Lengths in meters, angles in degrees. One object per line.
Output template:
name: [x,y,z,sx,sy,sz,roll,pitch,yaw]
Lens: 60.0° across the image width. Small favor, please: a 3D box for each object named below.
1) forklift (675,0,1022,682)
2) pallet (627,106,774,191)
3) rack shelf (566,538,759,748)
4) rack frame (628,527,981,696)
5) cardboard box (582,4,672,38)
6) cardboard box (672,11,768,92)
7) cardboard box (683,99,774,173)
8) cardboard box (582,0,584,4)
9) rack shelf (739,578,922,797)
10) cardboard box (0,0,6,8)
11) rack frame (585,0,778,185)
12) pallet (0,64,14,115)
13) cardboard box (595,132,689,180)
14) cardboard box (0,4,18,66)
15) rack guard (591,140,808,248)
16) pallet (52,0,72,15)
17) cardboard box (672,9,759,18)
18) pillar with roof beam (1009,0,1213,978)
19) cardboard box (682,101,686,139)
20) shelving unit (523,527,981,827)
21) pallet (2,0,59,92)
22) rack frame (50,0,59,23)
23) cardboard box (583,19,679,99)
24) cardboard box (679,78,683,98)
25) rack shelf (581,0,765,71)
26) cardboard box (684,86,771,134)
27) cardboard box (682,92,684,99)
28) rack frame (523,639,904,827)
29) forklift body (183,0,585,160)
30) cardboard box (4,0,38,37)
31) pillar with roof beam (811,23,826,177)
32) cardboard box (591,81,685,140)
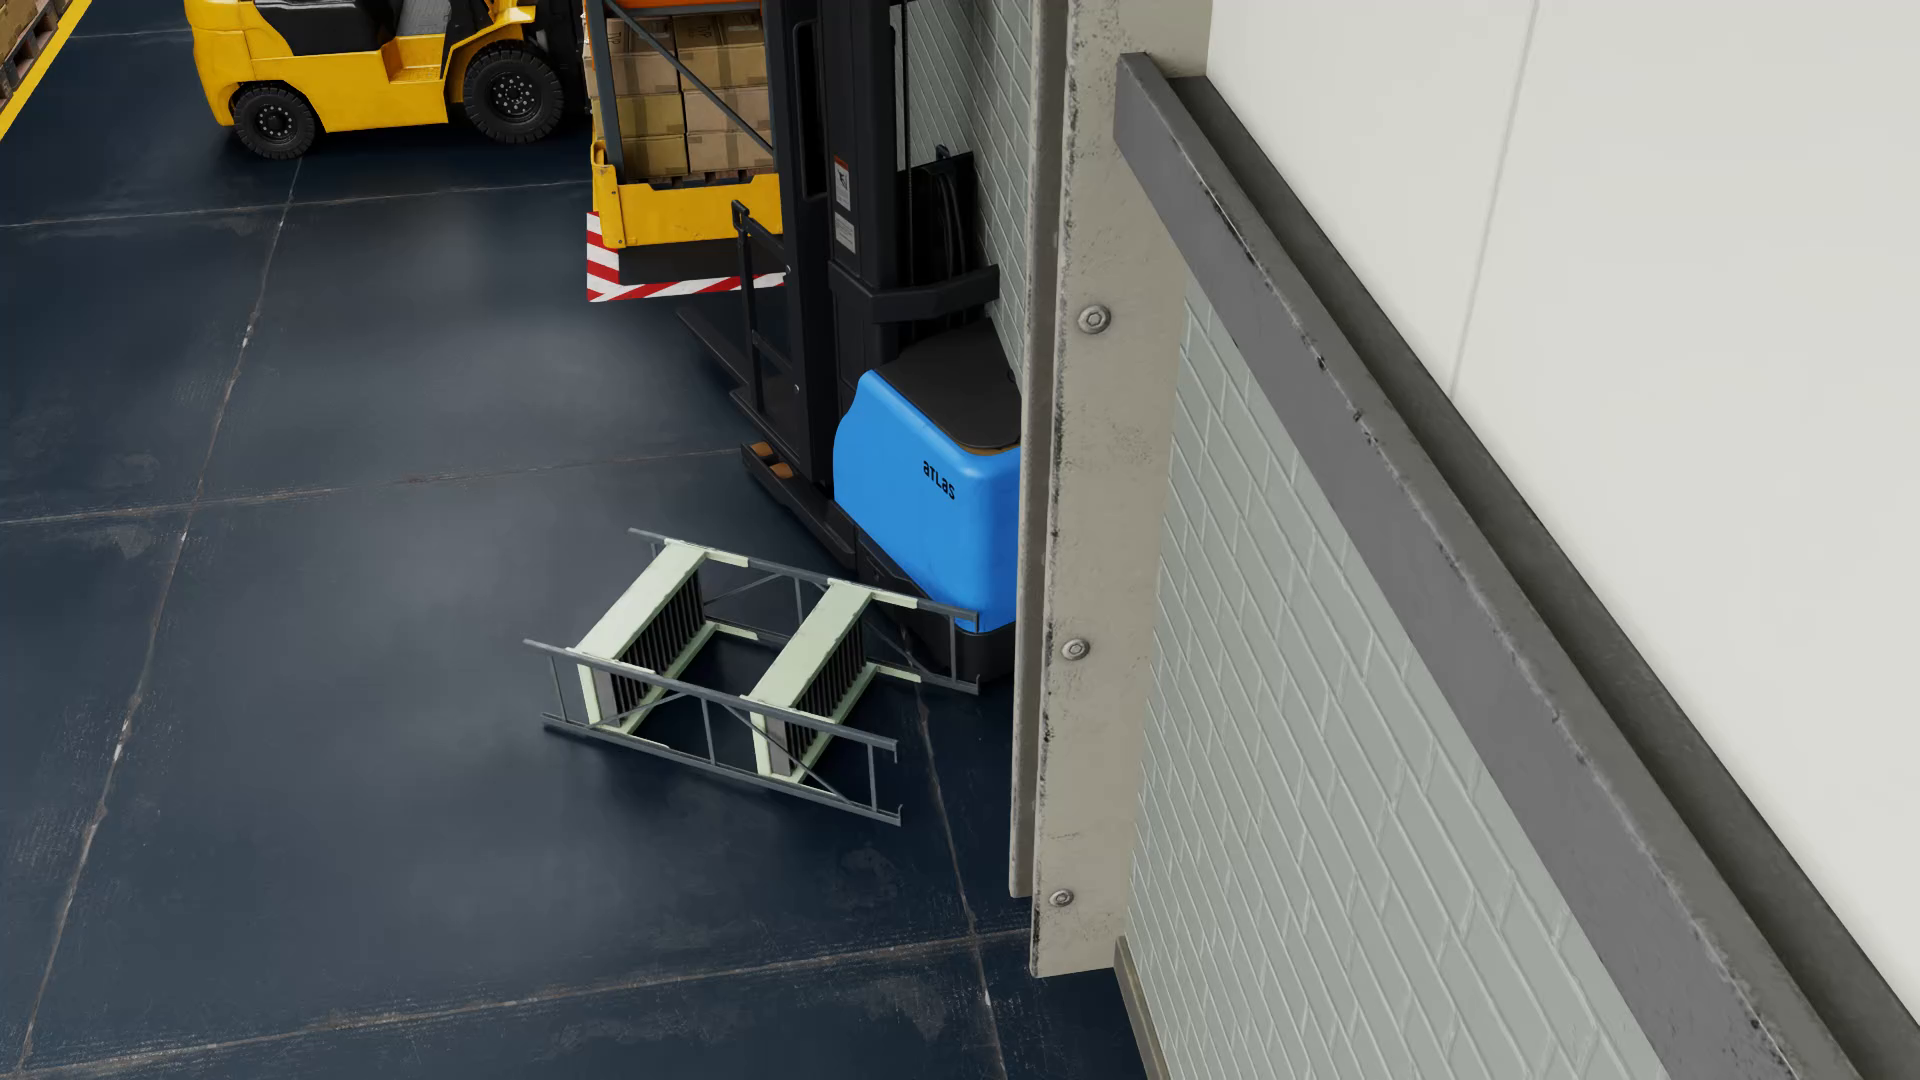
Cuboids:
forklift: [-0.339,-1.481,6.768,1.130,2.935,3.031,-22,43,-25]
pallet: [-1.639,-2.357,10.112,1.003,0.211,1.213,-6,38,-8]
rack shelf: [-1.123,0.397,6.374,0.370,0.431,0.720,13,39,18]
rack frame: [-0.623,0.274,6.519,1.500,0.400,0.023,13,39,18]
cardboard box: [-1.947,-3.028,9.786,0.500,0.250,0.500,-6,38,-7]
cardboard box: [-1.362,-2.786,9.475,0.500,0.250,0.500,-7,38,-9]
cardboard box: [-1.358,-2.398,9.791,0.500,0.250,0.500,-6,38,-8]
cardboard box: [-2.045,-3.332,10.177,0.500,0.250,0.500,-6,38,-7]
rack shelf: [-0.460,0.549,6.148,0.370,0.431,0.720,13,39,18]
cardboard box: [-6.593,-3.621,10.754,0.500,0.500,0.500,-6,38,-7]
rack frame: [-1.464,-3.001,8.667,1.000,3.000,0.127,-6,38,-8]
pallet: [-6.682,-2.639,10.475,1.003,0.211,1.213,-6,38,-8]
cardboard box: [-1.857,-2.330,9.704,0.500,0.250,0.500,-6,38,-8]
cardboard box: [-6.580,-3.312,10.967,0.500,0.250,0.500,-7,38,-9]
rack guard: [-1.460,-1.999,9.416,1.175,0.500,0.348,-6,38,-8]
pallet: [-7.189,-4.249,12.548,1.003,0.211,1.213,-6,38,-8]
cardboard box: [-1.453,-3.088,9.863,0.500,0.250,0.500,-6,38,-8]
pillar with roof beam: [-3.885,-1.800,2.232,9.100,9.000,0.400,-6,38,-8]
cardboard box: [-1.935,-2.632,10.092,0.500,0.250,0.500,-6,38,-8]
shelving unit: [-0.762,0.480,6.251,1.500,0.431,0.755,13,39,18]
pallet: [-6.899,-3.377,11.425,1.003,0.211,1.213,-6,38,-8]
rack frame: [-7.051,-4.881,11.087,1.000,3.000,0.127,-6,38,-8]
cardboard box: [-1.852,-2.720,9.390,0.500,0.250,0.500,-5,38,-6]
cardboard box: [-1.934,-2.843,9.955,0.500,0.250,0.500,-7,38,-8]
rack shelf: [-1.815,-3.925,10.443,1.077,0.370,4.000,-6,38,-8]
cardboard box: [-1.342,-2.584,9.623,0.500,0.250,0.500,-6,38,-7]
cardboard box: [-1.441,-2.886,10.012,0.500,0.250,0.500,-7,38,-8]
rack frame: [-0.901,0.686,5.982,1.500,0.400,0.023,13,39,18]
forklift body: [-3.593,-3.615,10.150,2.313,2.155,1.214,-6,38,-8]
cardboard box: [-6.683,-3.632,11.379,0.500,0.250,0.500,-5,38,-6]
pillar with roof beam: [-4.937,-5.424,6.897,9.100,9.000,0.400,-6,38,-8]
cardboard box: [-1.857,-2.538,9.564,0.500,0.250,0.500,-7,38,-9]
